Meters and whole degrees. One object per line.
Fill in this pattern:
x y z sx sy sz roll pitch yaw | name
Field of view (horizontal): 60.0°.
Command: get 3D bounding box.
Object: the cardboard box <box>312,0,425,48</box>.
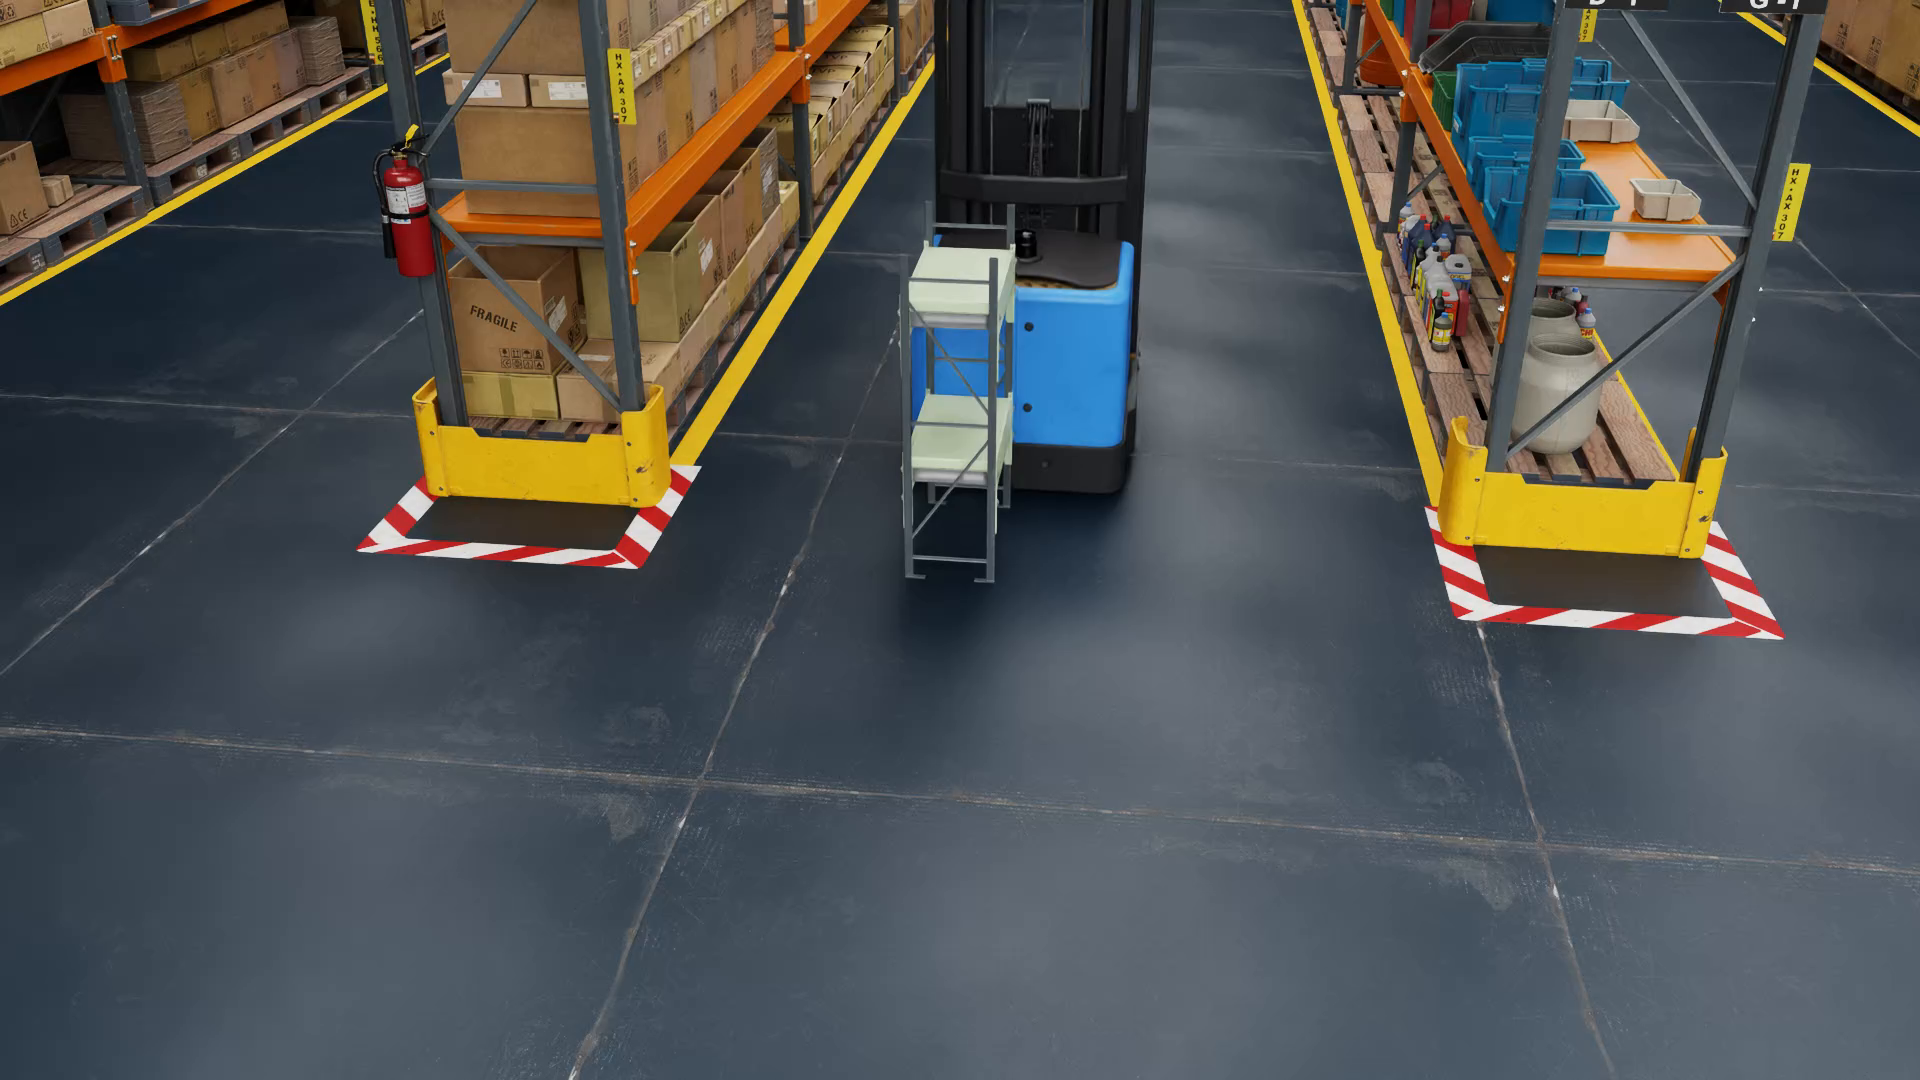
-5.744 -5.229 16.116 0.750 0.750 0.750 3 28 6 | cardboard box

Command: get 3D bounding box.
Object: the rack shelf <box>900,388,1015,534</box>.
-0.001 -0.370 7.543 0.431 0.370 0.720 3 28 6 | rack shelf

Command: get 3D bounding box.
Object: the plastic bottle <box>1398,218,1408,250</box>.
2.892 -1.982 10.754 0.097 0.201 0.097 0 28 0 | plastic bottle

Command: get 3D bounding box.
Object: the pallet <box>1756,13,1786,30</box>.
9.445 -5.797 18.287 1.003 0.211 1.213 3 28 6 | pallet

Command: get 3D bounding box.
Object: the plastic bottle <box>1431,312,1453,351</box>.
2.678 -1.162 9.230 0.097 0.201 0.097 0 28 0 | plastic bottle

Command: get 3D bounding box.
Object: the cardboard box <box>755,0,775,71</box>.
-1.585 -3.317 10.640 0.700 0.500 0.500 3 28 5 | cardboard box

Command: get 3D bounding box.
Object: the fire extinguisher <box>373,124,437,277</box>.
-2.503 -1.537 7.522 0.296 0.674 0.183 3 28 6 | fire extinguisher

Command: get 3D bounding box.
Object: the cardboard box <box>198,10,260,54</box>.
-6.191 -4.226 13.812 0.500 0.250 0.500 3 28 6 | cardboard box

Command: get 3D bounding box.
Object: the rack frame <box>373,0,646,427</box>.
-2.027 -1.600 7.557 1.000 3.000 0.127 3 28 6 | rack frame

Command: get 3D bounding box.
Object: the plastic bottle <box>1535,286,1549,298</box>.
3.498 -1.549 9.871 0.152 0.276 0.135 4 29 7 | plastic bottle

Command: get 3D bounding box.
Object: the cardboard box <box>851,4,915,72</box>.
-0.708 -4.656 15.402 0.500 0.500 0.500 5 29 8 | cardboard box

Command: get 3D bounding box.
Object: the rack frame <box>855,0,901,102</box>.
-1.047 -5.365 14.547 1.000 3.000 0.127 3 28 6 | rack frame

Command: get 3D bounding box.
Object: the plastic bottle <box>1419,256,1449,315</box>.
2.769 -1.488 9.679 0.144 0.351 0.185 5 29 8 | plastic bottle

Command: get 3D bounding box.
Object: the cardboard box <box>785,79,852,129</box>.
-1.111 -3.363 12.695 0.500 0.311 0.500 2 28 5 | cardboard box

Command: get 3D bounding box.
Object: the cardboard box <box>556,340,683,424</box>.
-1.741 -0.814 8.554 0.500 0.250 0.500 3 28 6 | cardboard box

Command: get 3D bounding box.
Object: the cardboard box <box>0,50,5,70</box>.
-6.327 -2.999 10.291 0.500 0.250 0.500 3 28 6 | cardboard box

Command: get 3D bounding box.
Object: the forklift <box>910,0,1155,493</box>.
0.446 -2.189 8.722 1.130 2.935 3.031 3 28 6 | forklift

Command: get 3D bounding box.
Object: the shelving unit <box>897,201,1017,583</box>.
-0.001 -0.657 7.388 0.431 1.500 0.755 3 28 6 | shelving unit

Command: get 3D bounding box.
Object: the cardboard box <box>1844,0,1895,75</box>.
9.006 -4.780 15.258 1.225 0.875 0.875 3 29 6 | cardboard box

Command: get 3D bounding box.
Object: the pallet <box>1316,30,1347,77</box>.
4.076 -4.794 16.427 1.003 0.211 1.213 3 28 6 | pallet

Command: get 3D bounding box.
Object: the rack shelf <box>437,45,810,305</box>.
-1.782 -2.224 9.475 1.077 0.370 4.000 3 28 6 | rack shelf

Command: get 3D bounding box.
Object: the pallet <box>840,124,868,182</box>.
-1.339 -3.180 13.430 1.003 0.211 1.213 3 28 6 | pallet

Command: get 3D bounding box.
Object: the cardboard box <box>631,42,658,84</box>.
-1.704 -2.343 8.148 0.380 0.149 0.250 3 29 6 | cardboard box

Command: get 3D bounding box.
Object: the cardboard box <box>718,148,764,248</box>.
-1.508 -2.086 10.125 0.500 0.500 0.500 3 28 6 | cardboard box

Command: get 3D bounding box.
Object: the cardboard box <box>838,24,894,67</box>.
-0.867 -4.326 14.482 0.500 0.311 0.500 4 29 8 | cardboard box

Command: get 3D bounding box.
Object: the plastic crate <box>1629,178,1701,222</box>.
3.317 -1.597 7.829 0.298 0.136 0.250 3 28 6 | plastic crate

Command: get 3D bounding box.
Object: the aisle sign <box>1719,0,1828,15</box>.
3.170 -2.404 6.308 0.394 0.787 0.004 3 28 6 | aisle sign

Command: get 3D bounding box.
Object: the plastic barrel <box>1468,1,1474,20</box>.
3.693 -3.746 11.687 0.301 0.262 0.301 0 28 0 | plastic barrel

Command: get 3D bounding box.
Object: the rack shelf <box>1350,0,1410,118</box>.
3.623 -3.818 12.432 1.077 0.370 4.000 3 28 6 | rack shelf

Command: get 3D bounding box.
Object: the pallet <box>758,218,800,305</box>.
-1.676 -1.883 11.023 1.003 0.211 1.213 3 28 6 | pallet

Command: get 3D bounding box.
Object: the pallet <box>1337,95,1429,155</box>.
3.735 -3.486 13.998 1.003 0.211 1.213 3 28 6 | pallet

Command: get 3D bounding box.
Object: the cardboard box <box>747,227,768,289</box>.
-1.495 -1.755 10.301 0.500 0.250 0.500 3 28 6 | cardboard box

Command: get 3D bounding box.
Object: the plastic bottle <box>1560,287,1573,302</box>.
3.474 -1.346 9.499 0.097 0.271 0.097 0 28 0 | plastic bottle

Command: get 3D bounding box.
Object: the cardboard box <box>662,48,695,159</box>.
-1.831 -2.344 8.832 0.700 0.500 0.500 4 29 7 | cardboard box

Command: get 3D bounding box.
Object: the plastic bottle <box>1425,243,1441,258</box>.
2.863 -1.669 10.099 0.097 0.271 0.097 0 28 0 | plastic bottle

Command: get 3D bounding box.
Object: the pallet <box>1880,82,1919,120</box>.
8.955 -3.927 14.817 1.003 0.211 1.213 3 28 6 | pallet

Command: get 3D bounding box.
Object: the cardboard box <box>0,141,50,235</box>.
-6.542 -2.371 11.160 0.500 0.500 0.500 1 28 2 | cardboard box

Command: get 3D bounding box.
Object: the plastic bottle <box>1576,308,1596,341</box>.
3.420 -1.138 9.112 0.097 0.271 0.097 0 28 0 | plastic bottle

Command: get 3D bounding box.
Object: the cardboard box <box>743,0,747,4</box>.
-1.451 -3.308 9.939 0.380 0.149 0.250 3 28 6 | cardboard box

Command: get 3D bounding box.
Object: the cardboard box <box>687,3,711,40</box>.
-1.576 -2.825 9.042 0.380 0.149 0.250 4 29 7 | cardboard box

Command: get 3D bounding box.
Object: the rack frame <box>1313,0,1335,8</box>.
4.358 -6.959 17.504 1.000 3.000 0.127 3 28 6 | rack frame

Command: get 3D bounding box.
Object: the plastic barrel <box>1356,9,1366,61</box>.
3.892 -4.668 15.432 0.421 0.512 0.421 0 28 0 | plastic barrel

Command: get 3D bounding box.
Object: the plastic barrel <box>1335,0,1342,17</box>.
4.275 -5.965 17.429 0.600 0.901 0.708 3 28 6 | plastic barrel

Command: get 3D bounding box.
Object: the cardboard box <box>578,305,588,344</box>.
-2.206 -1.080 9.048 0.500 0.250 0.500 3 28 6 | cardboard box

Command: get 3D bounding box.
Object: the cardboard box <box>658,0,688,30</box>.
-1.831 -2.944 8.579 0.700 0.500 0.500 3 29 6 | cardboard box

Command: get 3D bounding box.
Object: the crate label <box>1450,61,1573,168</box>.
2.845 -2.208 8.648 0.502 0.435 0.616 3 28 6 | crate label

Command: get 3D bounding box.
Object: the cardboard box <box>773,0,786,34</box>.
-1.520 -3.651 11.522 0.500 0.250 0.500 5 29 9 | cardboard box

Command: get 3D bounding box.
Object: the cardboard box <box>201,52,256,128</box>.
-6.264 -3.693 13.615 0.700 0.500 0.500 4 29 7 | cardboard box

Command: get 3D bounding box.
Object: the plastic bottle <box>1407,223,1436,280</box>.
2.844 -1.776 10.213 0.144 0.351 0.185 2 28 4 | plastic bottle

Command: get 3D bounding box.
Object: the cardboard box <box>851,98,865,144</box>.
-1.054 -3.356 13.274 0.500 0.250 0.500 4 29 7 | cardboard box

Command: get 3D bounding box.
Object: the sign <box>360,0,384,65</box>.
-2.564 -2.252 7.297 0.100 0.325 0.005 3 28 6 | sign
